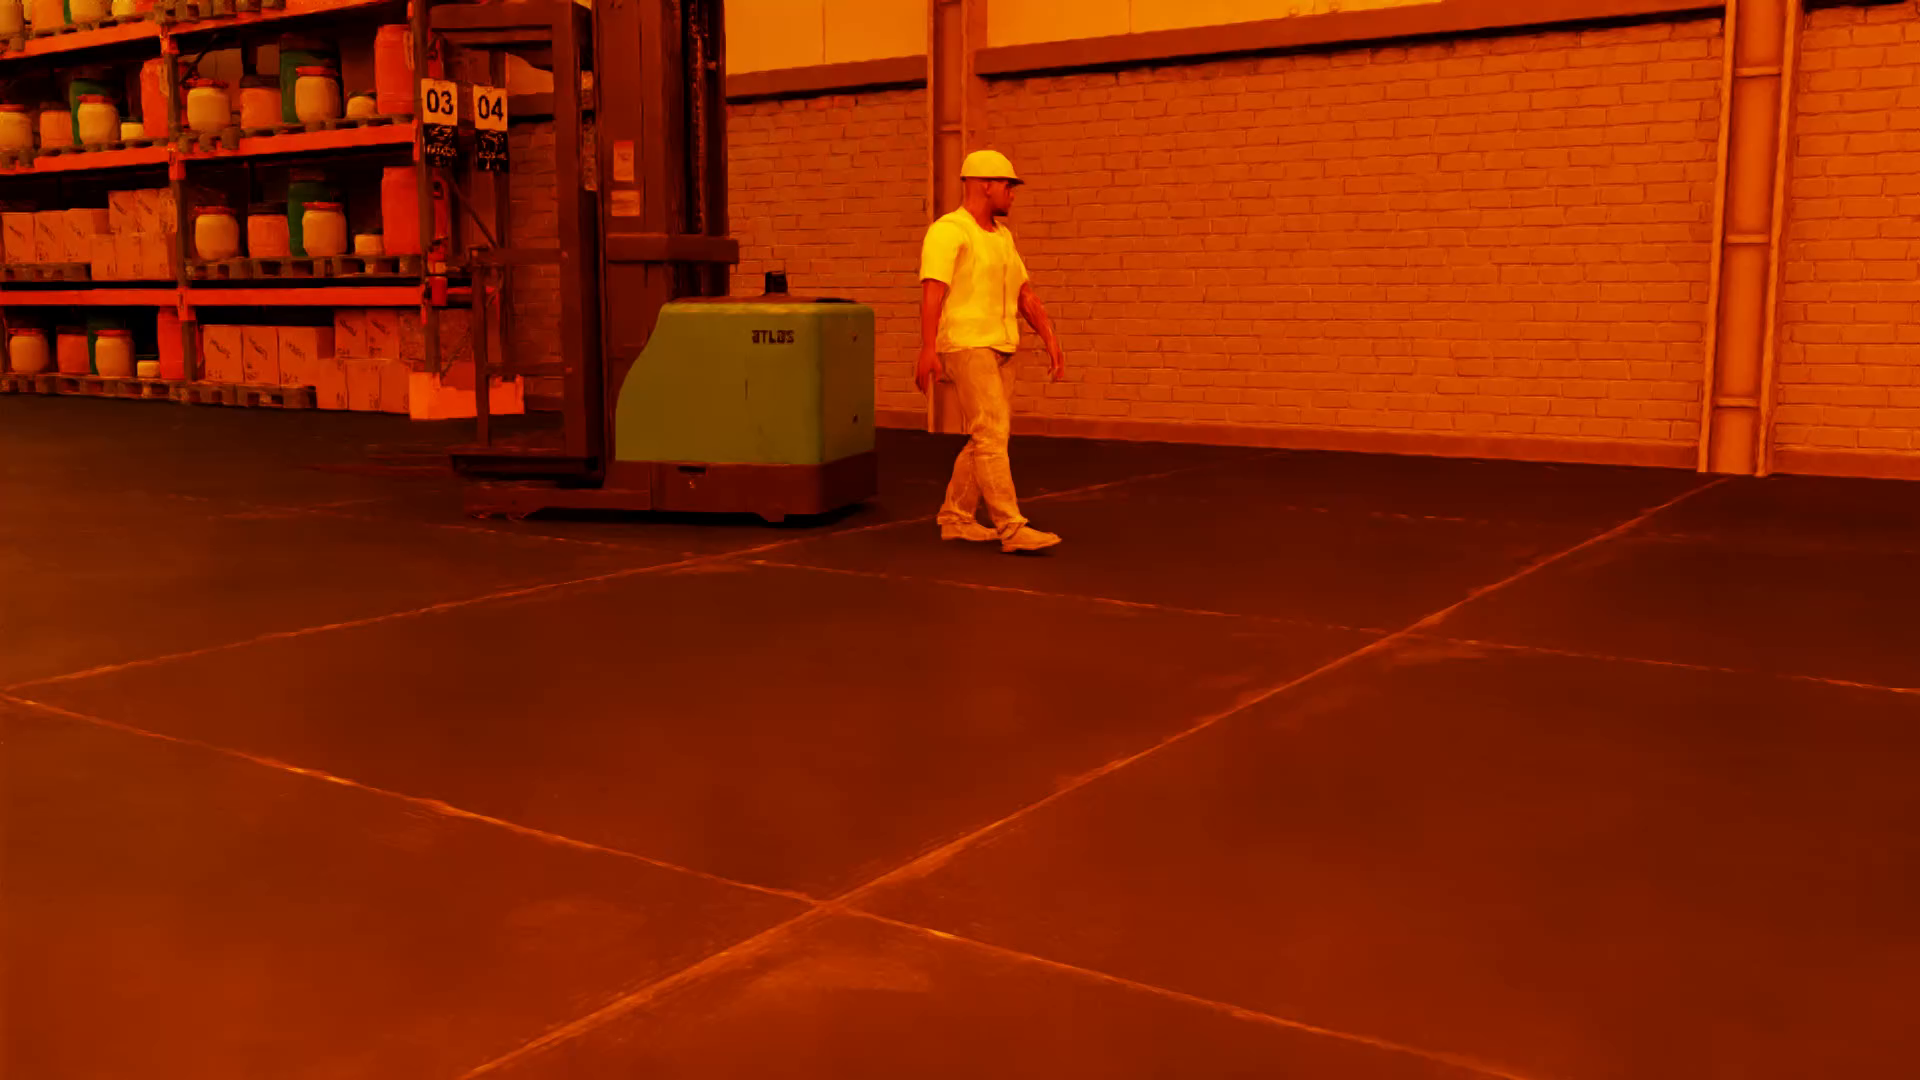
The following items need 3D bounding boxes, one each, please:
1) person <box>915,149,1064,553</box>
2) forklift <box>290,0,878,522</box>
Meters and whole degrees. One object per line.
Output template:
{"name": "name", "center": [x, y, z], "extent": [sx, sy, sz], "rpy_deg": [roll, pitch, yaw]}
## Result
{"name": "person", "center": [0.196, -0.832, 7.303], "extent": [0.762, 1.742, 0.725], "rpy_deg": [5, 9, 31]}
{"name": "forklift", "center": [-2.009, -1.622, 8.602], "extent": [3.031, 2.935, 1.130], "rpy_deg": [2, 8, 14]}
